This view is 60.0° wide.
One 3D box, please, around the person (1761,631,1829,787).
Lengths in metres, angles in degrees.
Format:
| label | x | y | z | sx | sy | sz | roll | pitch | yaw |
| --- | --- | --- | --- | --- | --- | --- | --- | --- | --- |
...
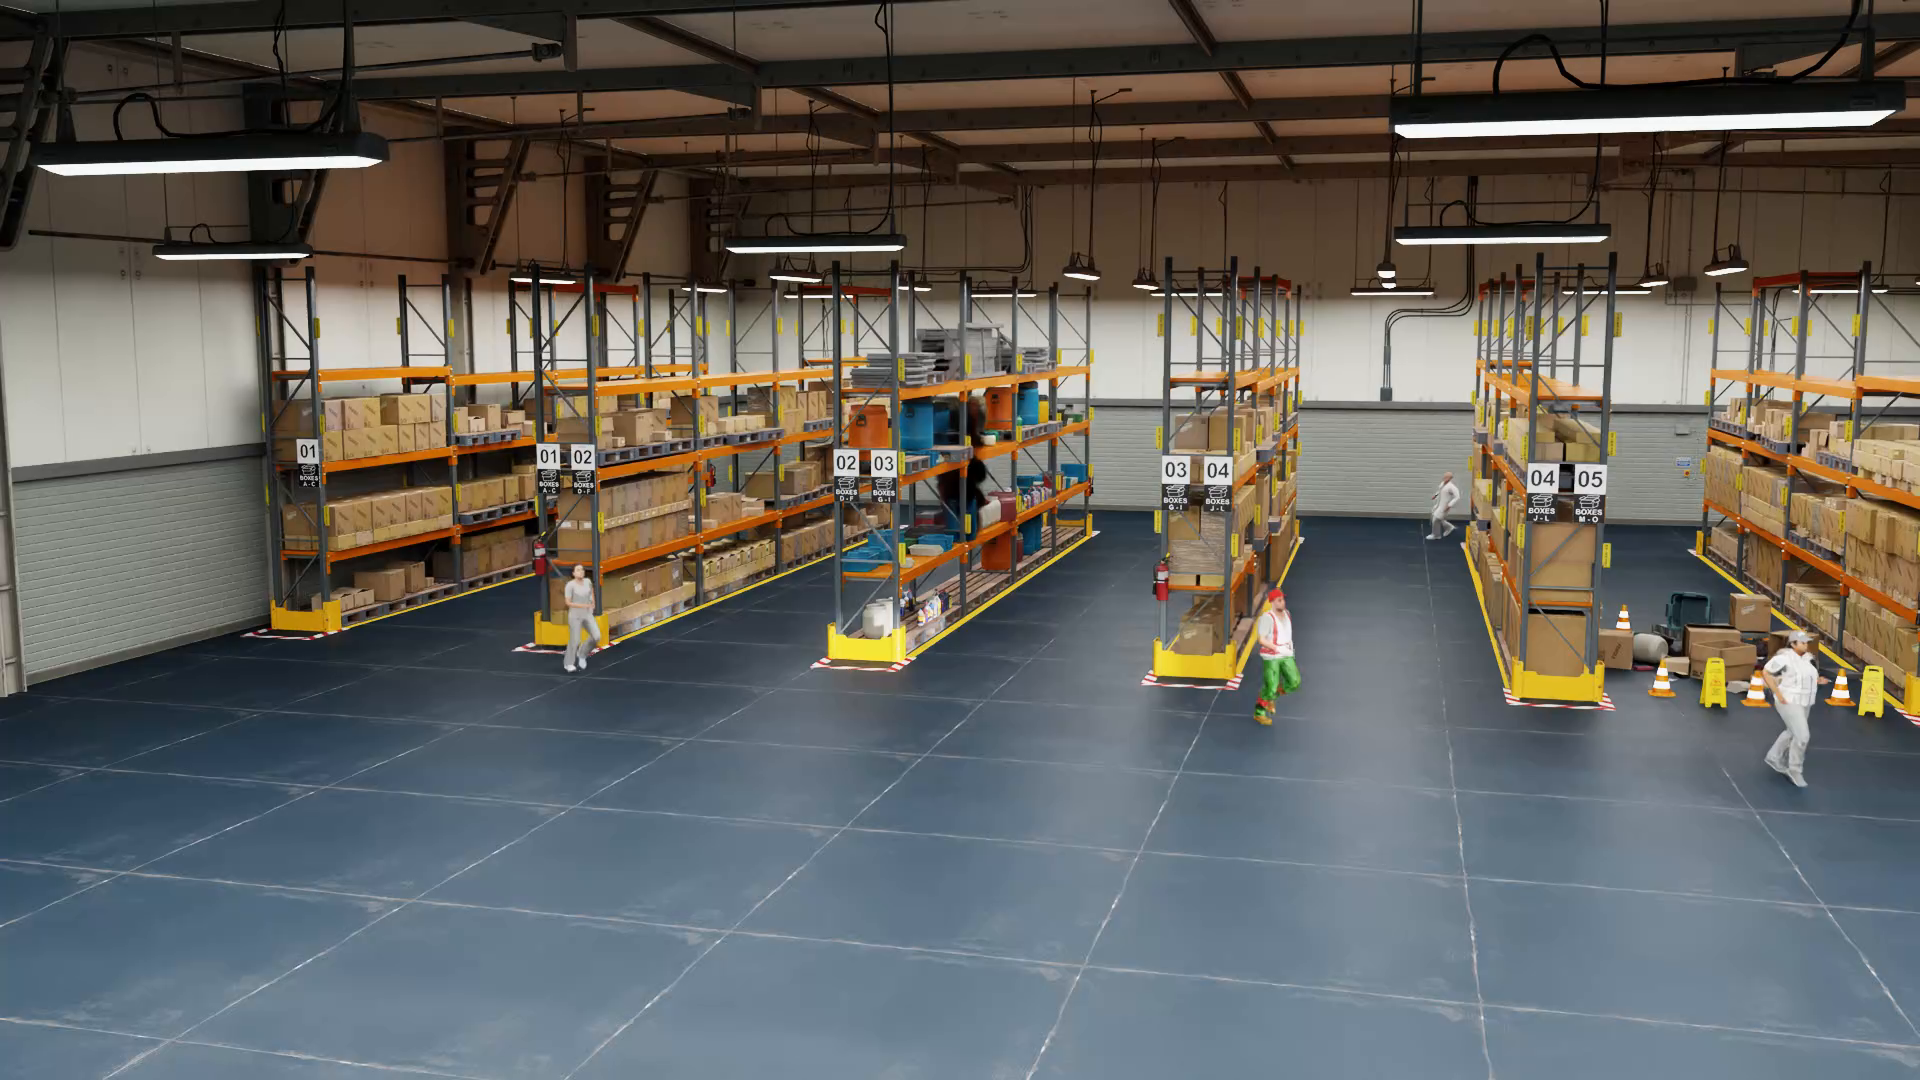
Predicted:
| label | x | y | z | sx | sy | sz | roll | pitch | yaw |
| --- | --- | --- | --- | --- | --- | --- | --- | --- | --- |
| person | 9.262 | 1.858 | 18.474 | 0.587 | 1.730 | 0.706 | -4 | 8 | -29 |

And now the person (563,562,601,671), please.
| label | x | y | z | sx | sy | sz | roll | pitch | yaw |
| --- | --- | --- | --- | --- | --- | --- | --- | --- | --- |
| person | -5.494 | 1.121 | 24.179 | 0.584 | 1.622 | 0.773 | -6 | 10 | -42 |

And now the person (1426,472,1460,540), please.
| label | x | y | z | sx | sy | sz | roll | pitch | yaw |
| --- | --- | --- | --- | --- | --- | --- | --- | --- | --- |
| person | 11.483 | -0.747 | 39.344 | 0.660 | 1.557 | 0.789 | 0 | 7 | -2 |

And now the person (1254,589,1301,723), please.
| label | x | y | z | sx | sy | sz | roll | pitch | yaw |
| --- | --- | --- | --- | --- | --- | --- | --- | --- | --- |
| person | 4.041 | 1.480 | 21.016 | 0.695 | 1.738 | 0.701 | -5 | 9 | -34 |
